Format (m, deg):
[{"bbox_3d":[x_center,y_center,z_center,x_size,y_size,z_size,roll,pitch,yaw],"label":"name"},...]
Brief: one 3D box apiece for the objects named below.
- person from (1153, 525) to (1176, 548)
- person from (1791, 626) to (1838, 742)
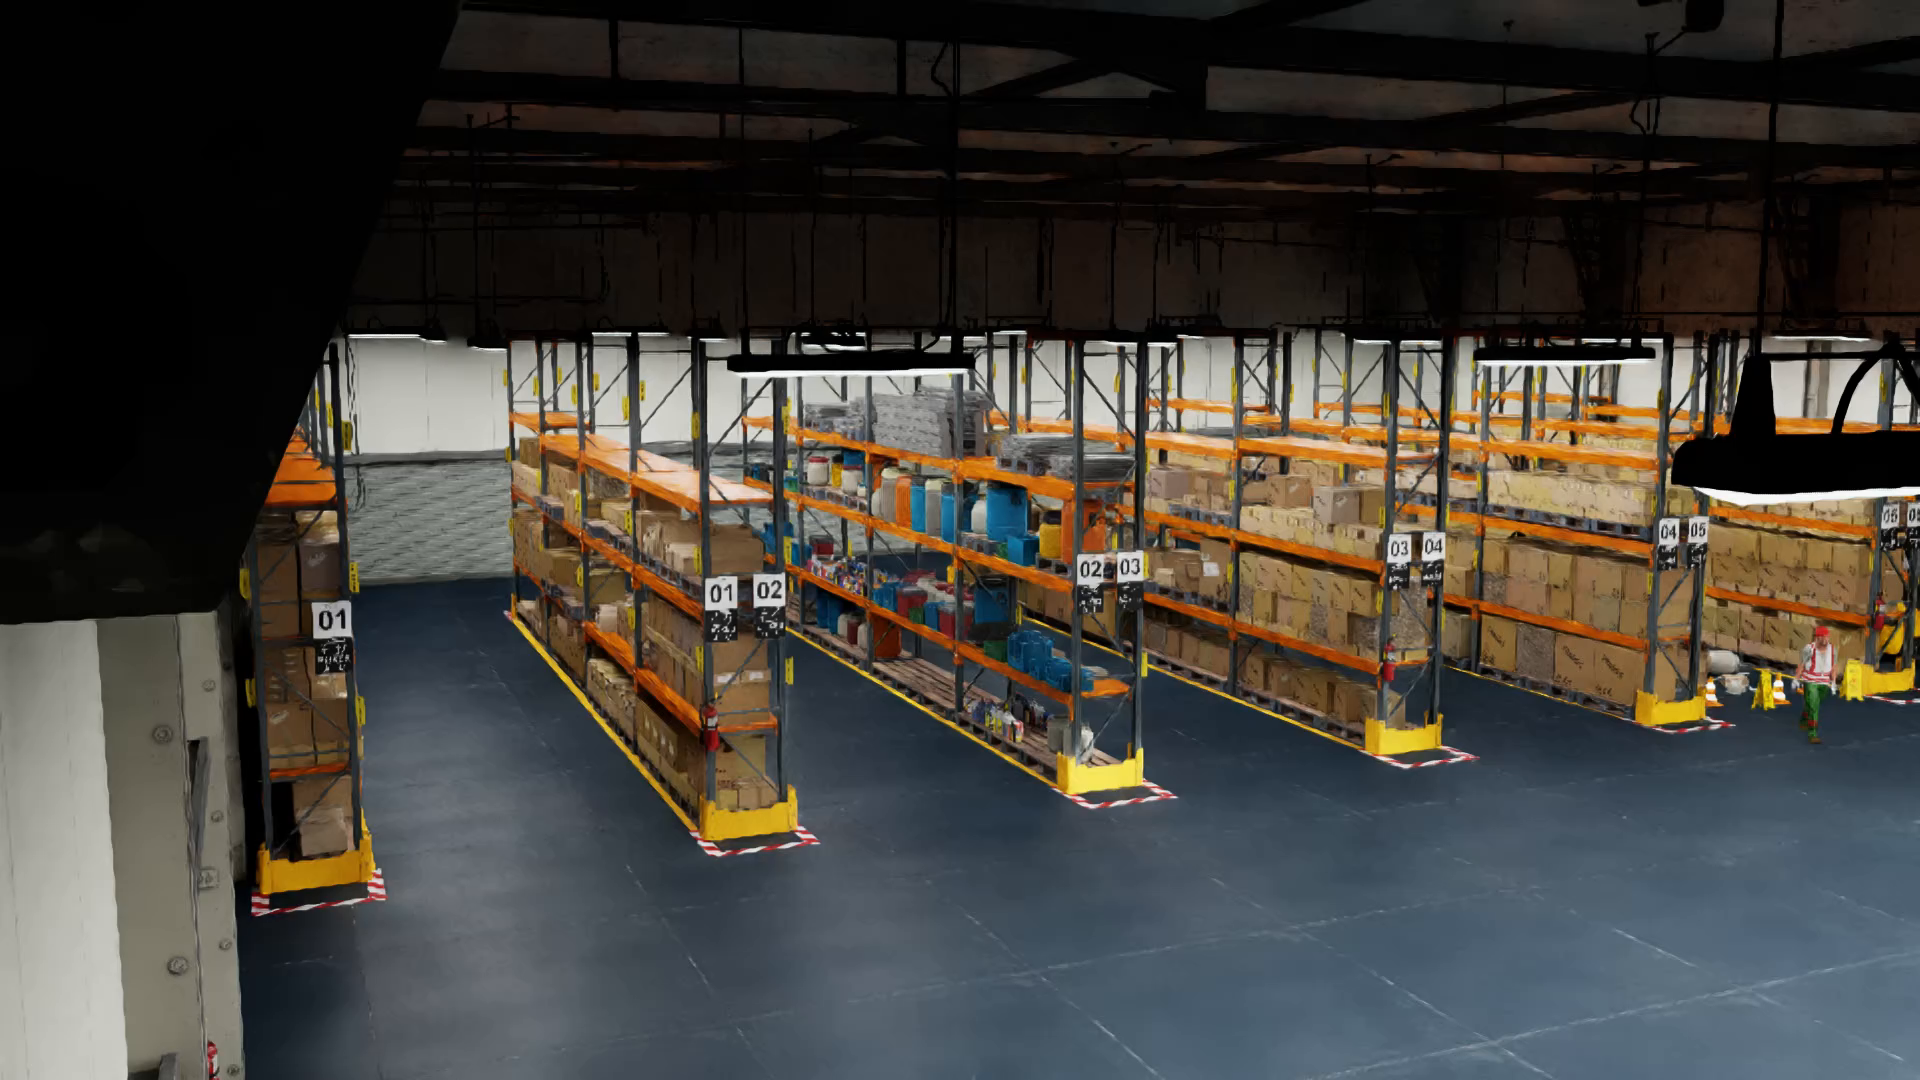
[{"bbox_3d":[4.582,0.460,37.425,0.565,1.601,0.507,-4,9,-24],"label":"person"},{"bbox_3d":[12.769,2.115,24.813,0.596,1.734,0.987,0,8,-3],"label":"person"}]
